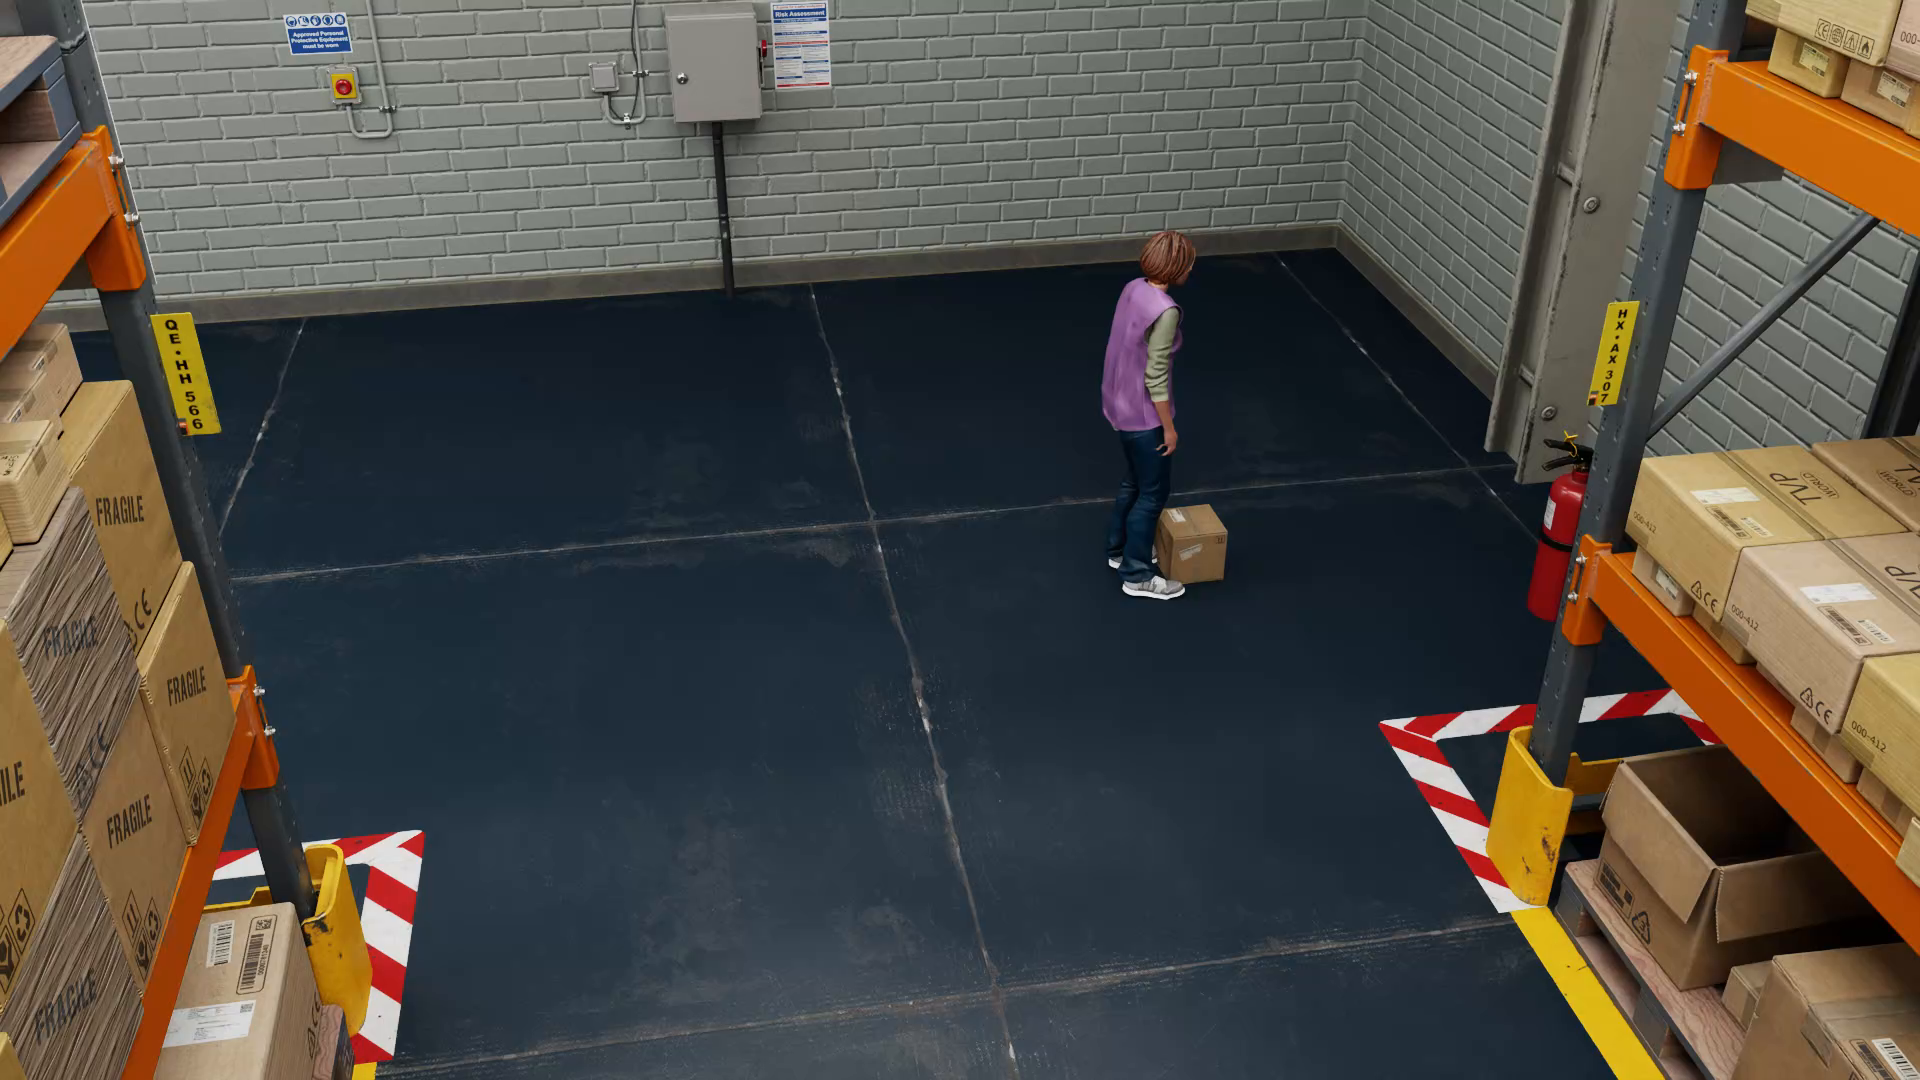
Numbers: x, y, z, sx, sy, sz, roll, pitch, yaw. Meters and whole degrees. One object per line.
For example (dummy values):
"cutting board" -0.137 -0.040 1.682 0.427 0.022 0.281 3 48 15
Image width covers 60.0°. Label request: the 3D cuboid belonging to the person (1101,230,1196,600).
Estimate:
"person" 0.783 -0.529 7.020 0.343 1.593 0.485 -7 32 -12
